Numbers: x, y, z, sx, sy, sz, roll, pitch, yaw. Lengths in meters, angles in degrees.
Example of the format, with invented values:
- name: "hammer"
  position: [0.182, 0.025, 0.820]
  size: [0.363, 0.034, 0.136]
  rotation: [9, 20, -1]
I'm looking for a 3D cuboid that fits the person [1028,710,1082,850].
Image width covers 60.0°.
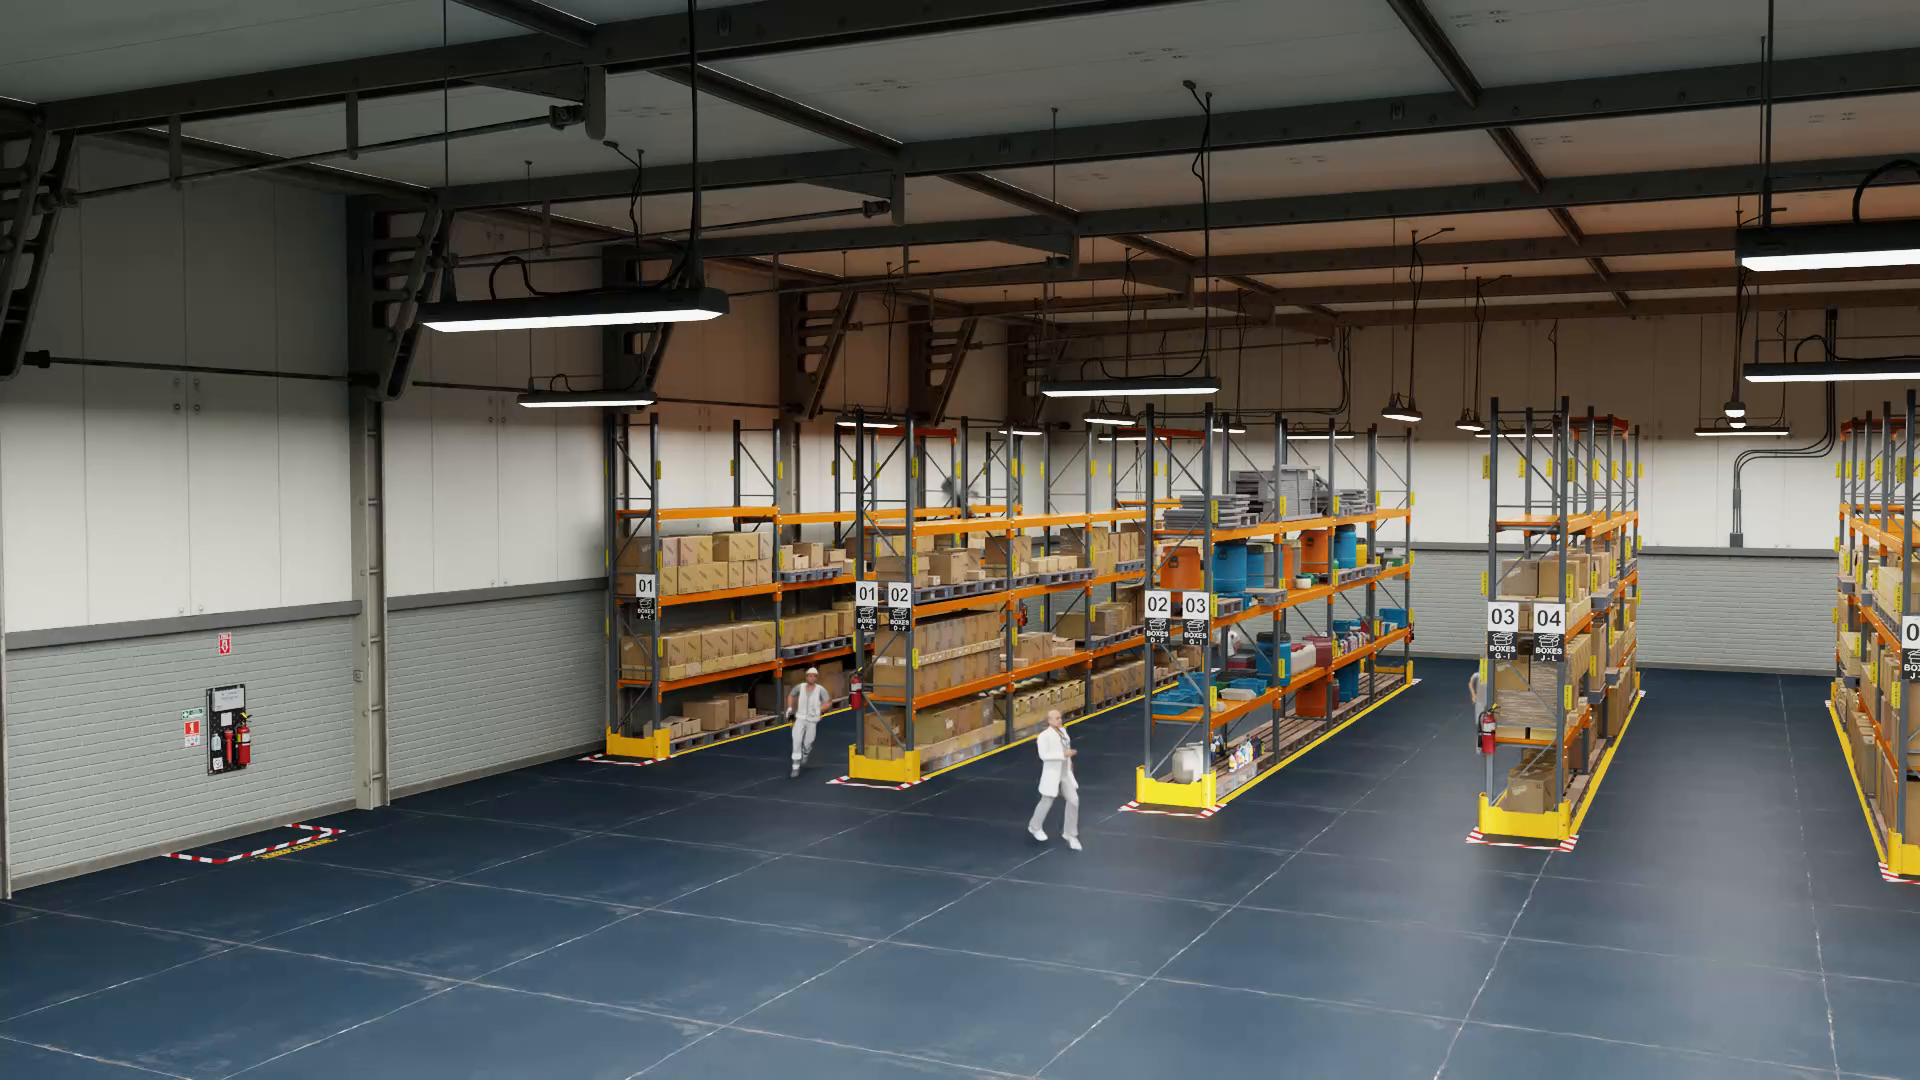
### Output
- name: "person"
  position: [1.259, 3.177, 22.140]
  size: [0.677, 1.846, 0.866]
  rotation: [-2, 3, -39]

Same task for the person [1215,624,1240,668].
- name: "person"
  position: [5.939, 2.619, 37.004]
  size: [0.531, 1.733, 0.738]
  rotation: [1, 3, 17]

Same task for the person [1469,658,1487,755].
- name: "person"
  position: [9.289, 2.937, 29.410]
  size: [0.542, 1.708, 0.728]
  rotation: [1, 2, 16]

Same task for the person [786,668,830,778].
- name: "person"
  position: [-2.504, 2.980, 27.395]
  size: [0.723, 1.767, 0.892]
  rotation: [0, 2, 1]
